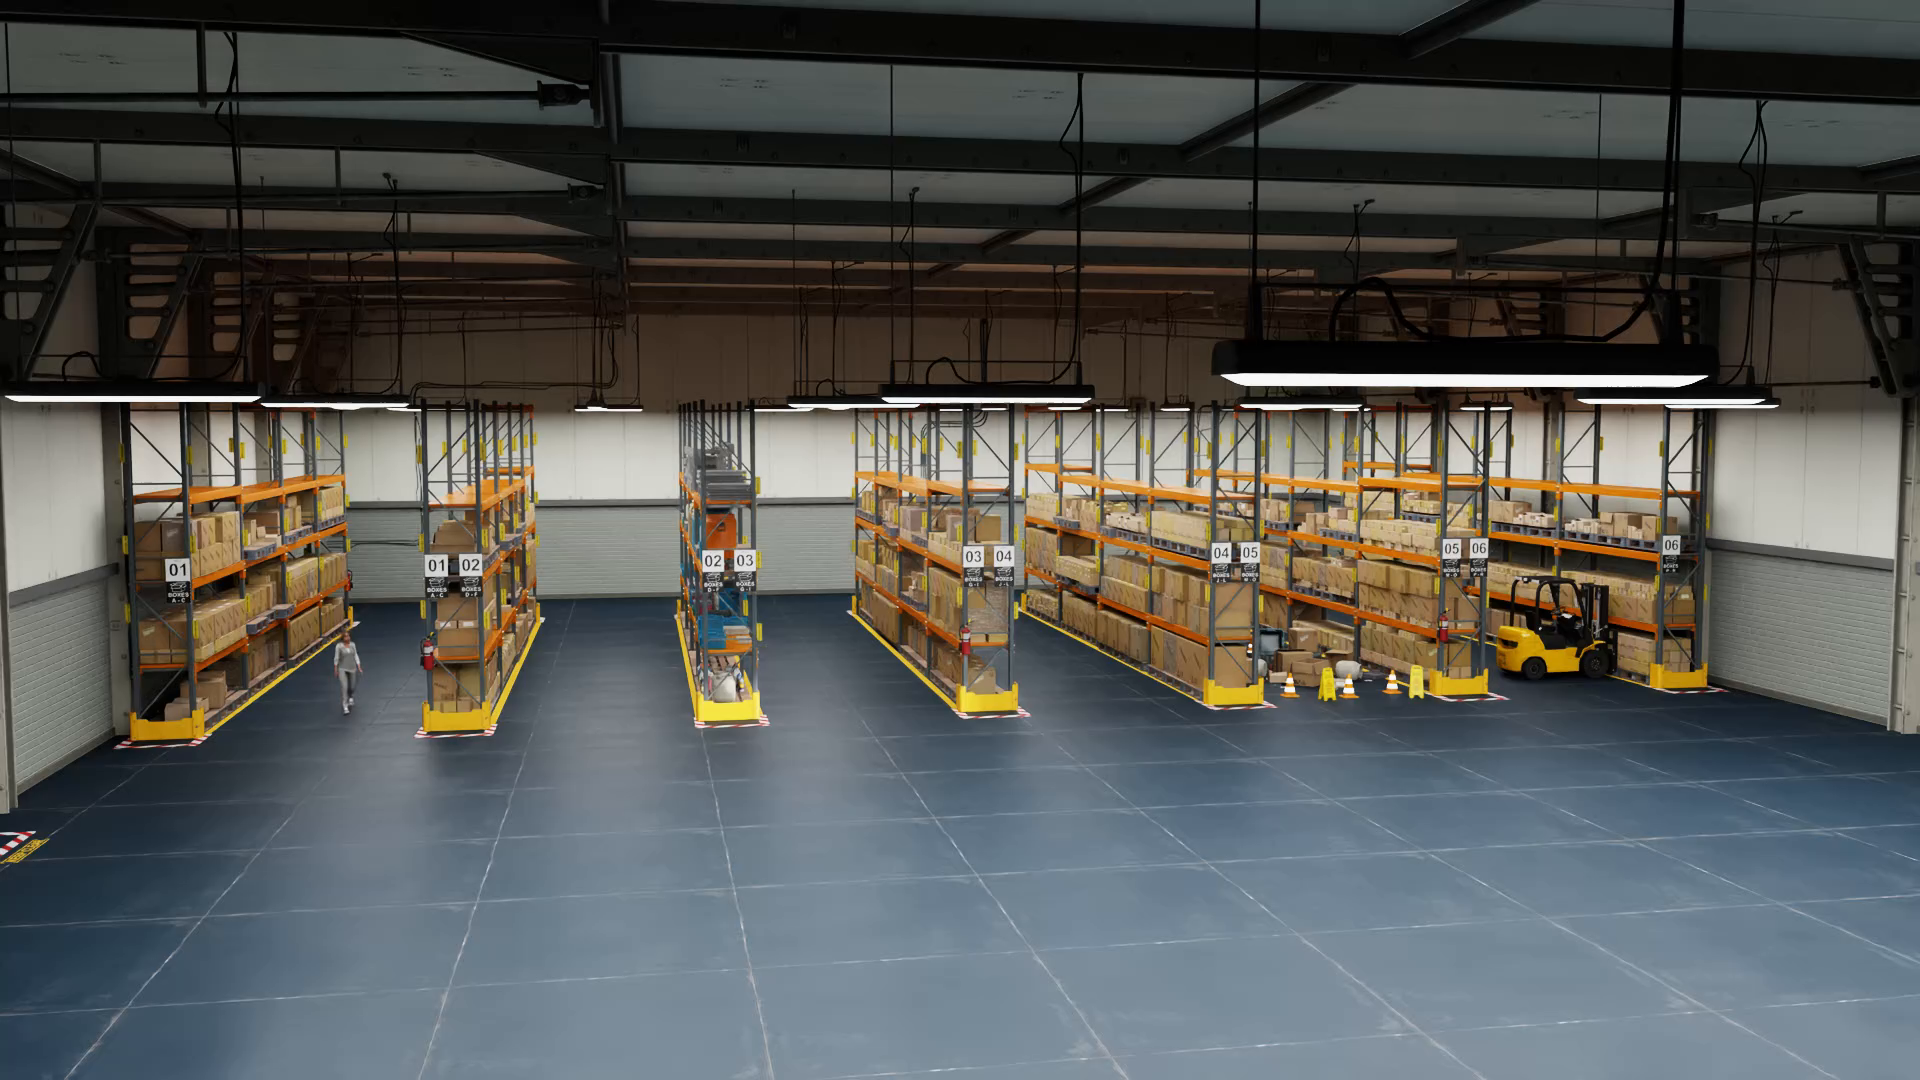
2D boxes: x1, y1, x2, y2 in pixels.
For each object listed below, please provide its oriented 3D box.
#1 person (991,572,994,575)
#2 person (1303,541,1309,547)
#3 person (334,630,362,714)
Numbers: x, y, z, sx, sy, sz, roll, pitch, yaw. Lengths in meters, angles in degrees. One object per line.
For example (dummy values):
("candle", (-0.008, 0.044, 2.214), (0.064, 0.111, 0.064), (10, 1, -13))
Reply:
("person", (0.977, 1.484, 44.521), (0.555, 1.706, 1.082), (-1, 4, -16))
("person", (10.930, 0.860, 52.776), (0.650, 1.727, 1.121), (1, 4, 14))
("person", (-11.799, 2.509, 32.036), (0.498, 1.552, 0.899), (-2, 5, -27))
